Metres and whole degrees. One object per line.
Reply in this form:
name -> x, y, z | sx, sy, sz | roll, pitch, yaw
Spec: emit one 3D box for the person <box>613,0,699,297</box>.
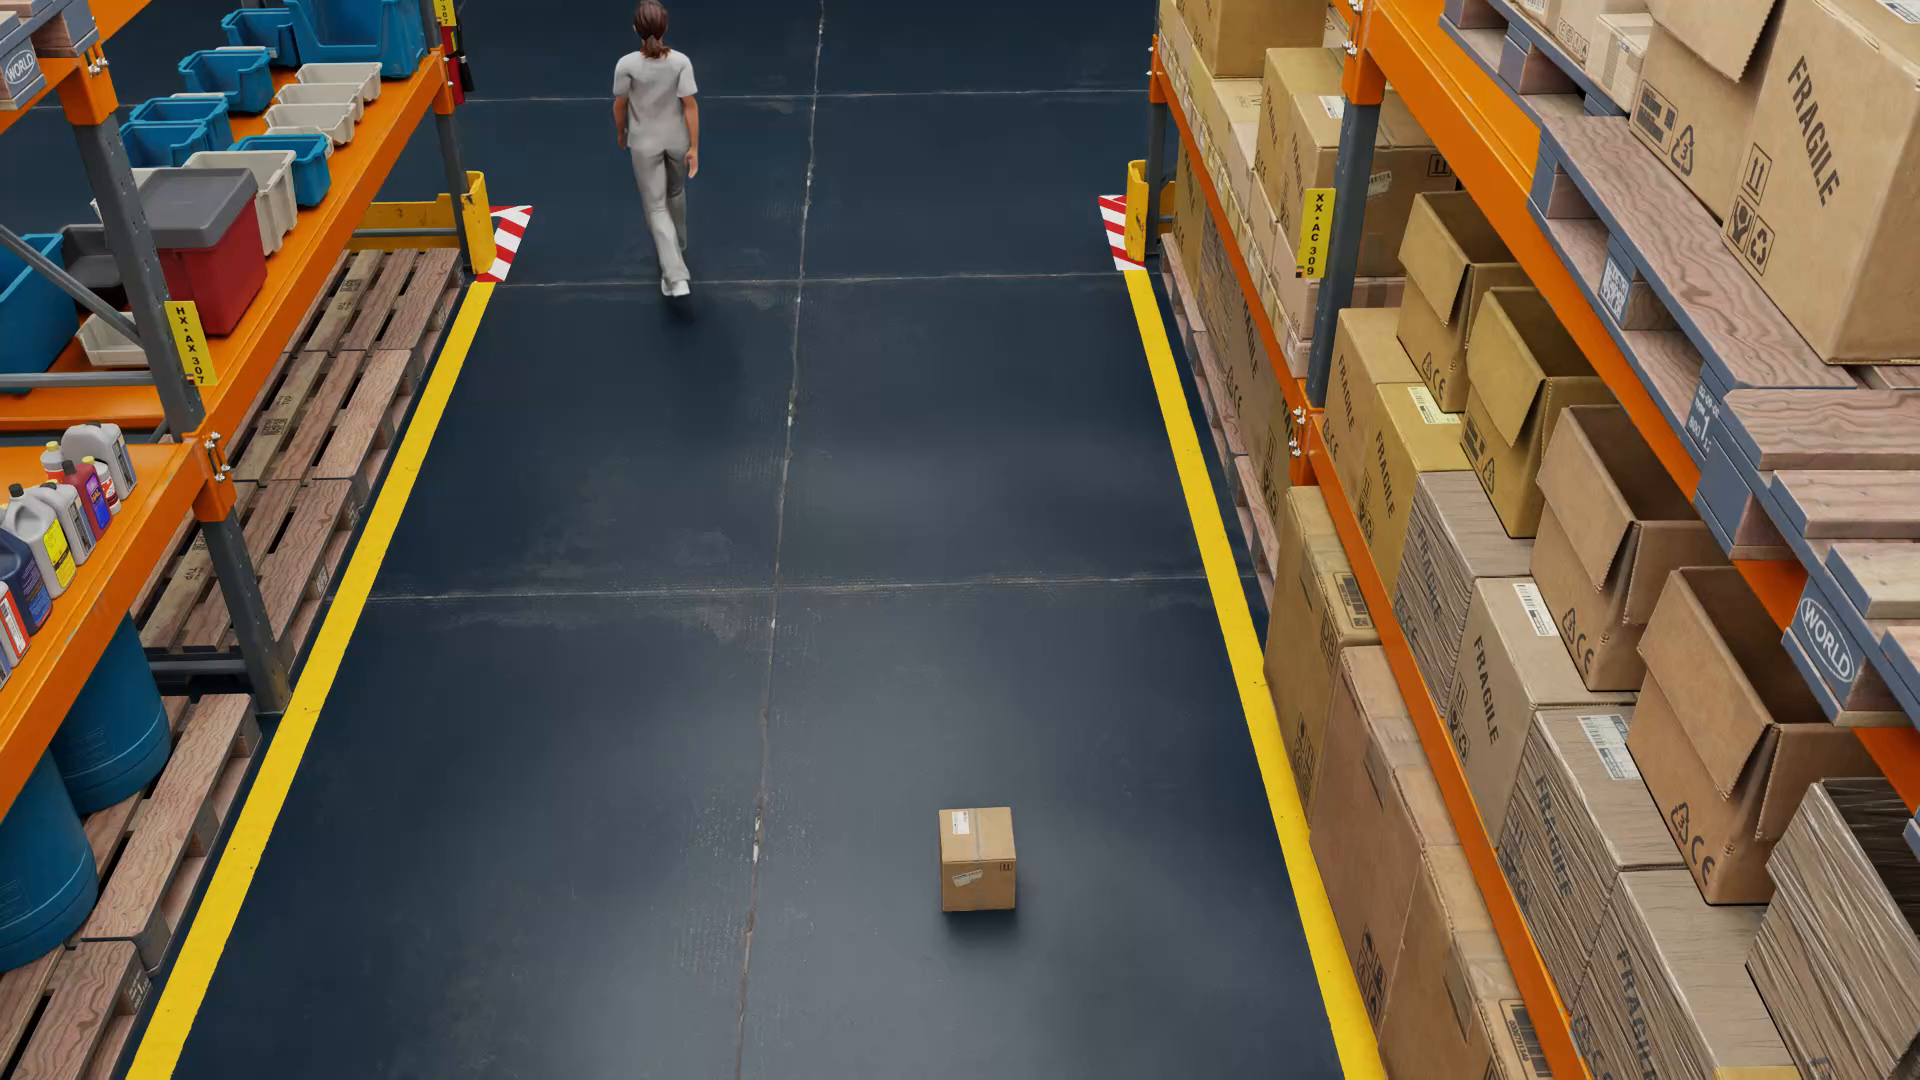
person -> -1.672, -2.200, 9.256 | 0.441, 1.624, 1.026 | -14, 38, -19
